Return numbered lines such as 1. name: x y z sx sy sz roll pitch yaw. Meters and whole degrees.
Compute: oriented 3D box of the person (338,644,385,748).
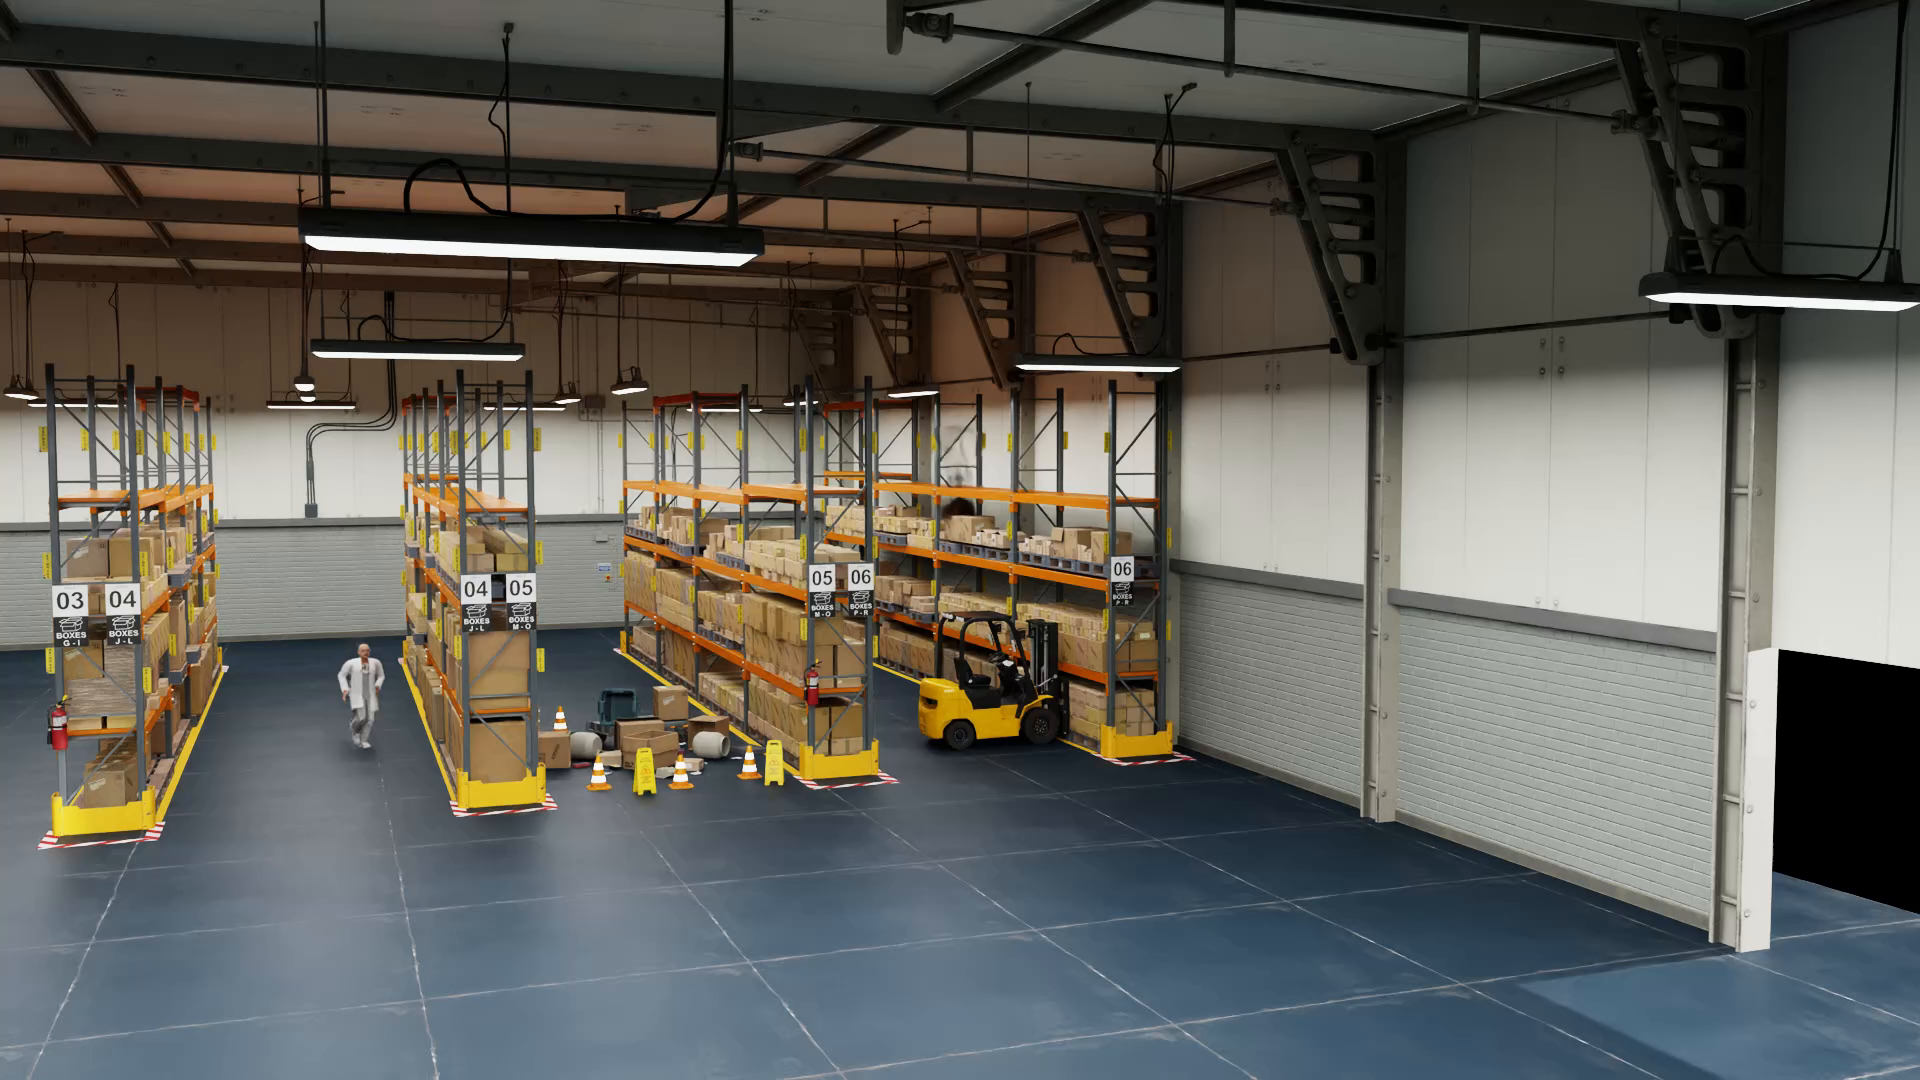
1. person: -9.710 2.551 27.089 0.700 1.722 0.672 -2 4 -34
